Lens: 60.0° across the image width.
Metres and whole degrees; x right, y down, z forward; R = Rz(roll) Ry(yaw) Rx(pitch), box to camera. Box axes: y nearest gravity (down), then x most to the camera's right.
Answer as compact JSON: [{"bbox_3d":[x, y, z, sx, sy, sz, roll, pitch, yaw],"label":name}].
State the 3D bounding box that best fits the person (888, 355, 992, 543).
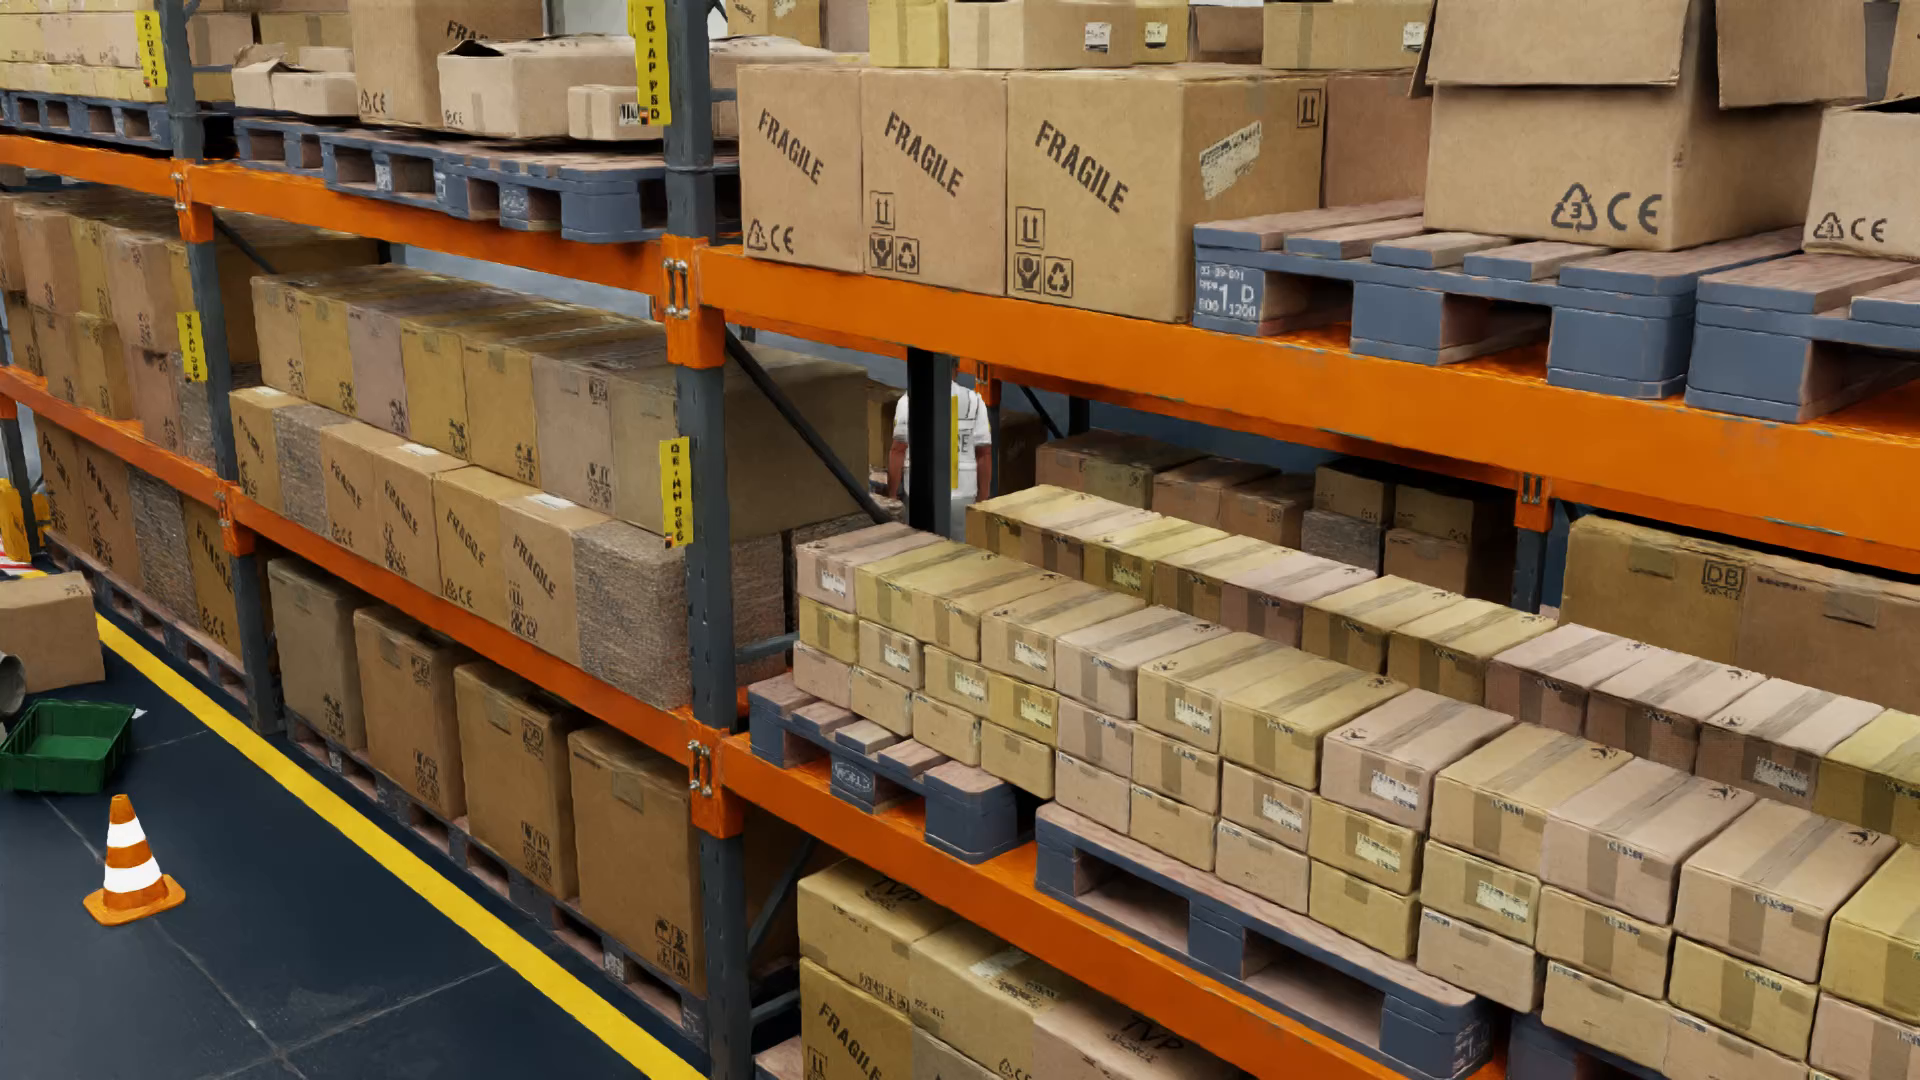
[{"bbox_3d":[-0.102,-0.222,9.163,0.597,1.755,0.579,-3,17,-9],"label":"person"}]
